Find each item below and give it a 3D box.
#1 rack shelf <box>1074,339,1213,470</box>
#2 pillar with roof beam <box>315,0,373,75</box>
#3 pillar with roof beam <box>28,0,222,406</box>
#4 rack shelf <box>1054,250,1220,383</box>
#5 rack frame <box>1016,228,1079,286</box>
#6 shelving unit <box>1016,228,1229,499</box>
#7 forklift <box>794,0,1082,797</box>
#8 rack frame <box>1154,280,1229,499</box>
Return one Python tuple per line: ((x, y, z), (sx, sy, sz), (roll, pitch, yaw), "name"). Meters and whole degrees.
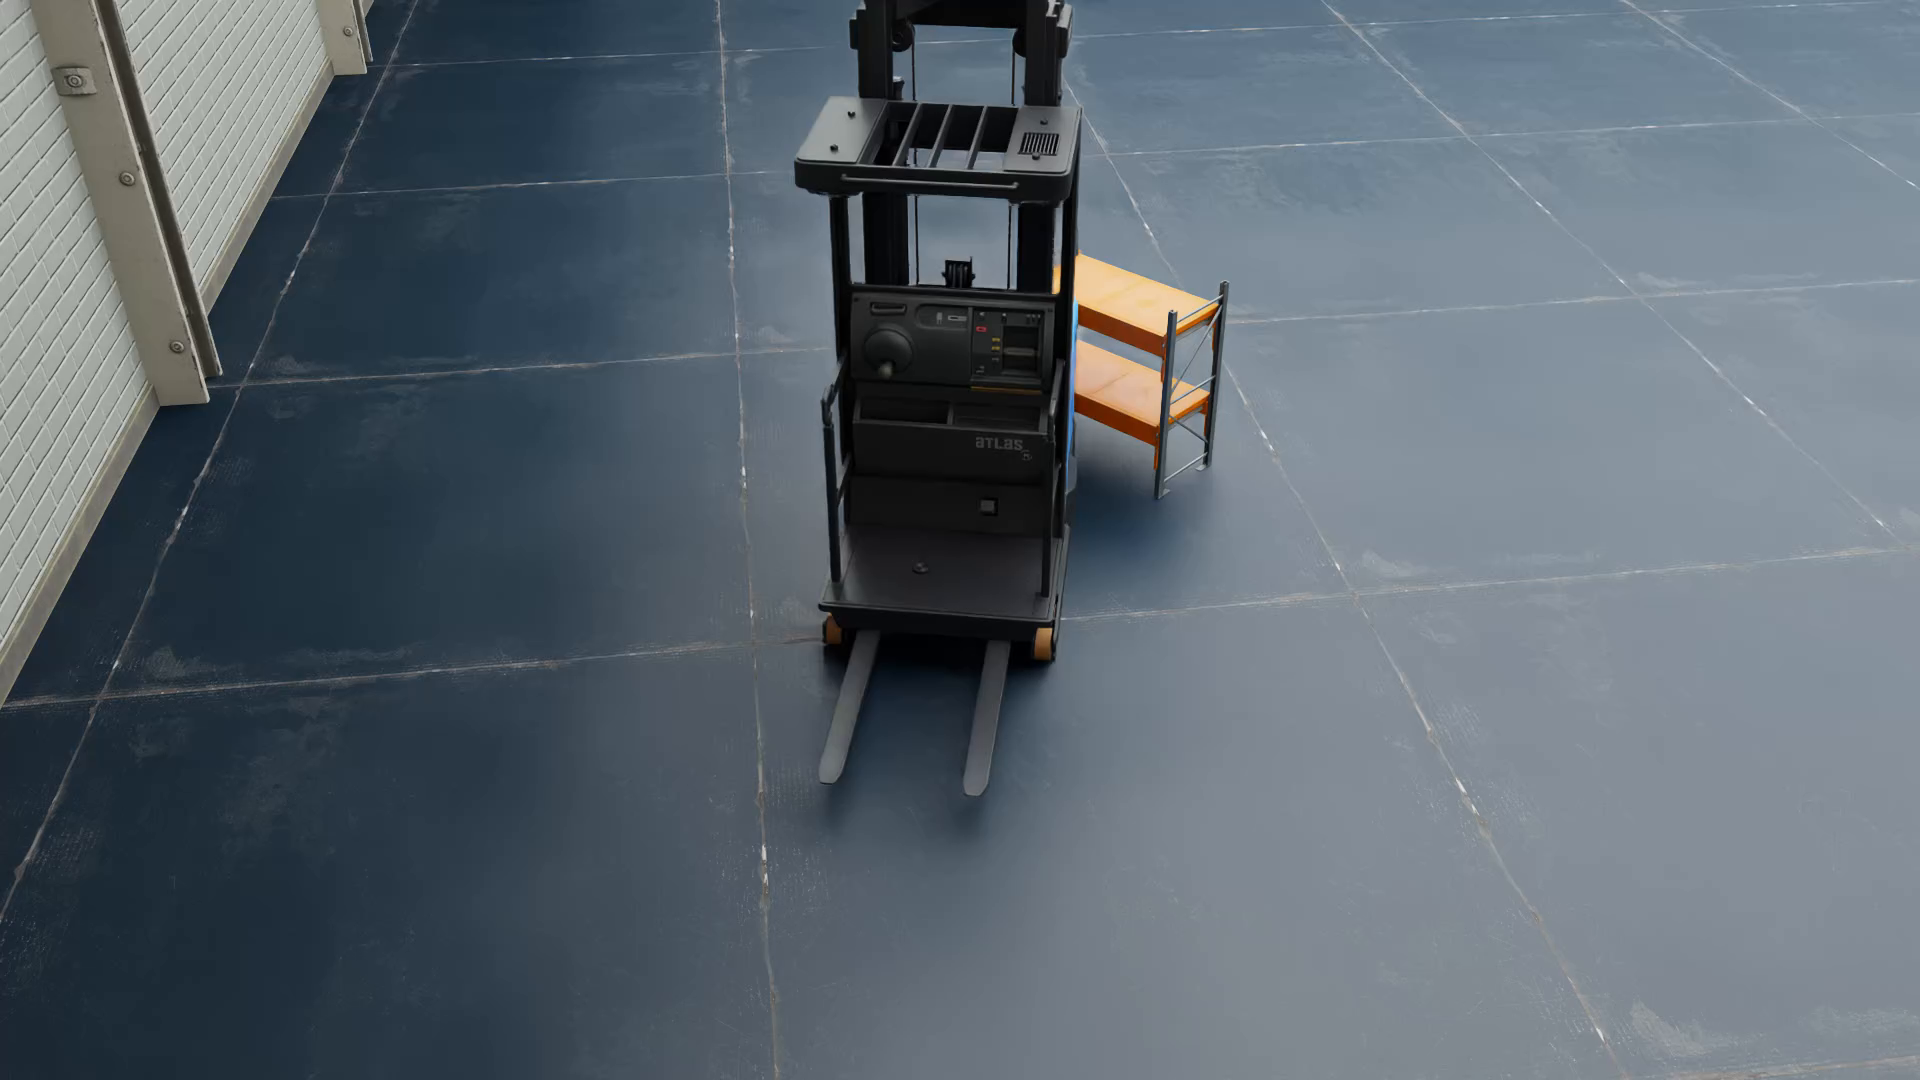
((0.864, -0.787, 9.341), (1.000, 0.278, 0.538), (27, 43, 34), "rack shelf")
((-1.225, -8.313, 12.957), (9.100, 9.000, 0.400), (-4, 35, -6), "pillar with roof beam")
((-0.418, -4.964, 8.044), (9.100, 9.000, 0.400), (-4, 35, -6), "pillar with roof beam")
((0.864, -1.231, 9.038), (1.000, 0.278, 0.538), (27, 43, 34), "rack shelf")
((0.489, -1.183, 9.487), (0.032, 1.125, 0.500), (27, 43, 34), "rack frame")
((0.864, -0.989, 9.203), (1.048, 1.125, 0.538), (27, 43, 34), "shelving unit")
((-0.062, -0.845, 7.388), (1.130, 2.935, 3.031), (4, 34, 6), "forklift")
((1.239, -0.796, 8.919), (0.032, 1.125, 0.500), (27, 43, 34), "rack frame")
